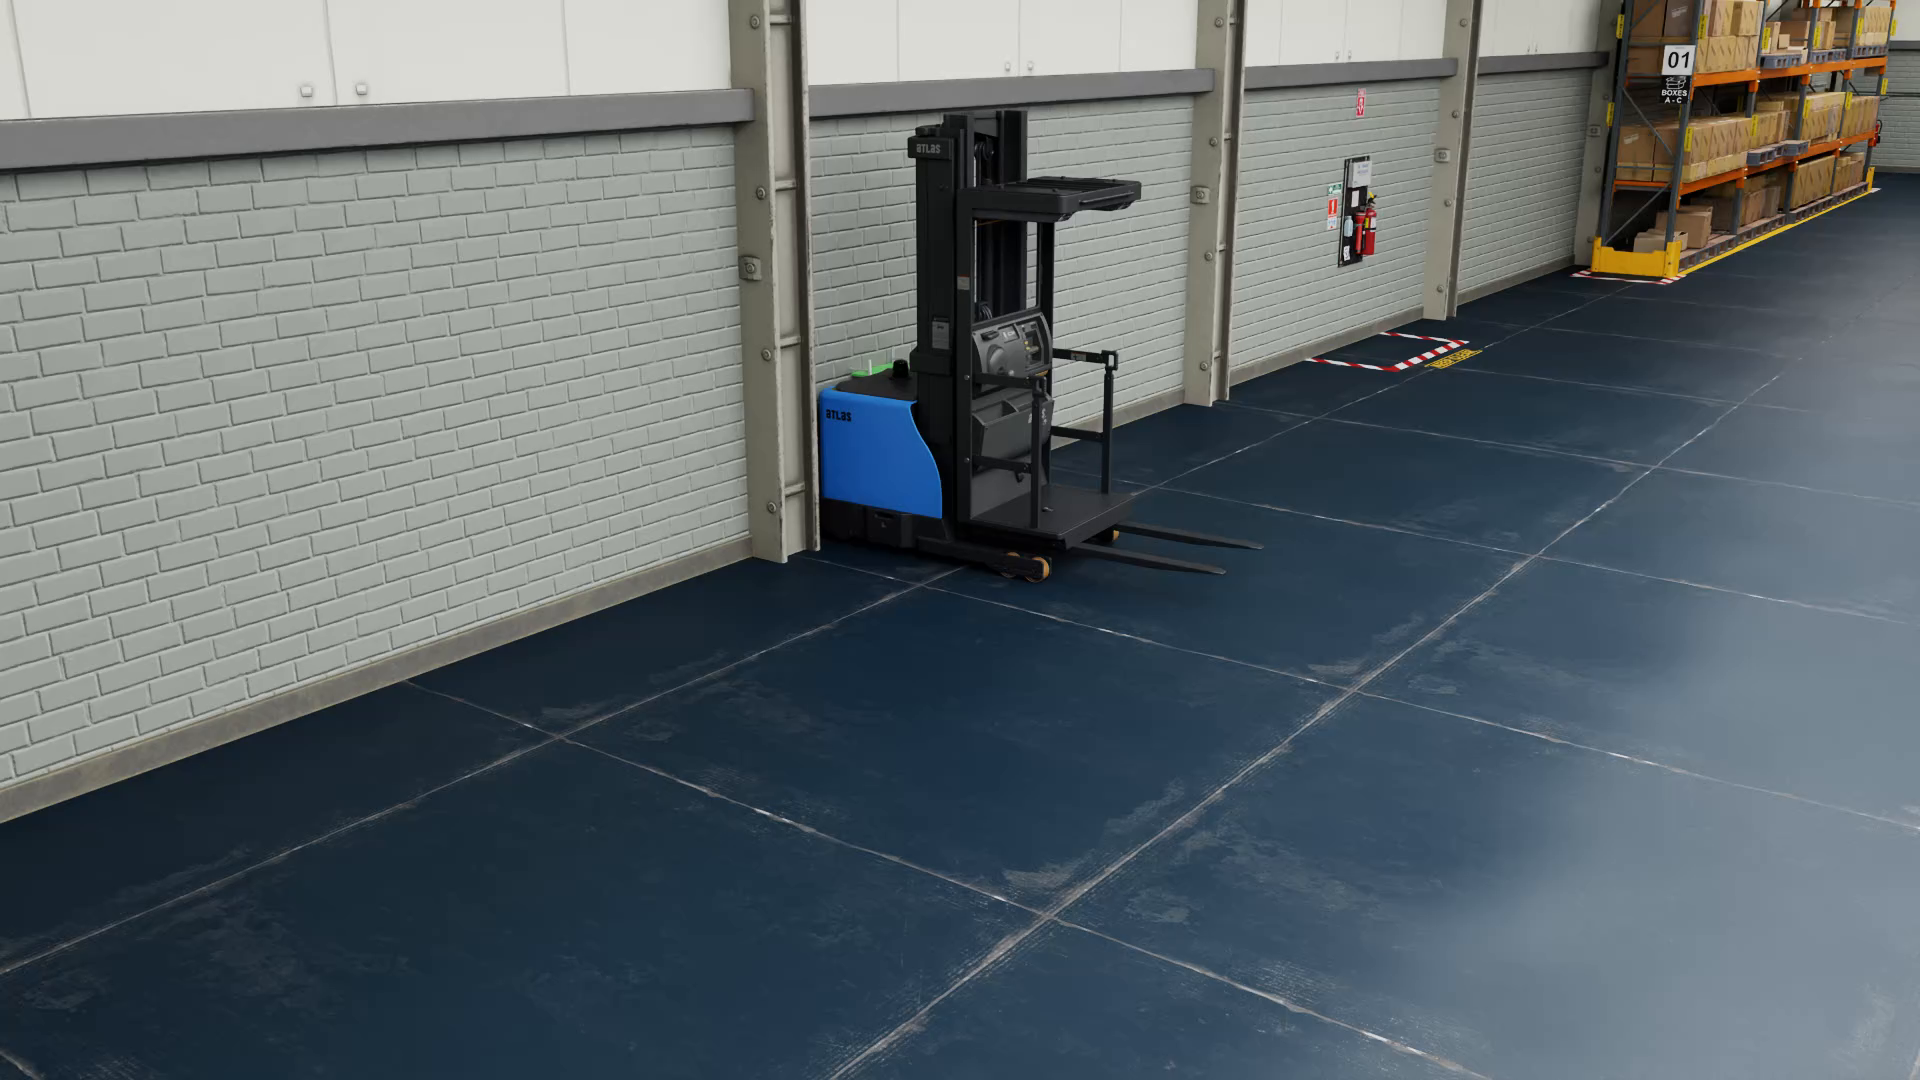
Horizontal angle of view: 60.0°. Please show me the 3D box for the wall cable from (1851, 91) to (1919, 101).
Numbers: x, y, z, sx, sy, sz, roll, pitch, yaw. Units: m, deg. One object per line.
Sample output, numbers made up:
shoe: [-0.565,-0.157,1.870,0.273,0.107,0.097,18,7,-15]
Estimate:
wall cable: [22.987,-11.793,39.780,3.097,2.526,0.112,12,21,35]

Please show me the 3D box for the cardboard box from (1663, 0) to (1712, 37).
cardboard box: [10.221,-7.332,23.350,0.500,0.500,0.500,11,20,31]

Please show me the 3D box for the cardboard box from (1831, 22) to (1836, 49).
cardboard box: [16.334,-9.674,31.870,0.700,0.500,0.500,11,20,32]

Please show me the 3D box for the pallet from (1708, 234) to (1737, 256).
pallet: [11.808,-4.770,26.749,1.003,0.211,1.213,12,21,35]

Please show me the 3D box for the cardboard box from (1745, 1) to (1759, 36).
cardboard box: [11.779,-7.935,25.293,0.500,0.500,0.500,14,22,38]

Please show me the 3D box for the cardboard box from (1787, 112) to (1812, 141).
cardboard box: [15.058,-7.491,30.104,0.500,0.500,0.500,13,22,36]

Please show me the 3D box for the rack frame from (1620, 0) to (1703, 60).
rack frame: [9.797,-8.181,22.914,1.000,3.000,0.127,12,21,35]

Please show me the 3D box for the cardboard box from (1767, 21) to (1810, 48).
cardboard box: [14.801,-9.035,29.812,0.700,0.500,0.500,11,20,30]

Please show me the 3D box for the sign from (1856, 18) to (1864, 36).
sign: [17.388,-9.910,32.137,0.100,0.325,0.005,12,21,35]

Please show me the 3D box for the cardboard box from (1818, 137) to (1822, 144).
cardboard box: [16.180,-7.638,31.671,0.380,0.149,0.250,12,21,33]

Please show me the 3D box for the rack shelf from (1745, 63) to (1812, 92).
rack shelf: [13.372,-7.834,28.067,1.077,0.370,4.000,12,21,35]

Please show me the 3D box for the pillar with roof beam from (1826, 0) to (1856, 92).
pillar with roof beam: [23.701,-12.027,35.298,9.100,9.000,0.400,12,21,35]

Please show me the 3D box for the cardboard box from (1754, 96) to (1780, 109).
cardboard box: [14.625,-7.932,30.261,0.500,0.250,0.500,13,22,36]

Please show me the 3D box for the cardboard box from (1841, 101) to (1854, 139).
cardboard box: [17.283,-8.443,33.369,0.980,0.700,0.700,13,21,36]

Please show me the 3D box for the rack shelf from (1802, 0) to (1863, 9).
rack shelf: [15.755,-10.028,30.749,1.077,0.370,4.000,12,21,35]

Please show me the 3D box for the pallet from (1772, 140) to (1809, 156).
pallet: [14.224,-6.941,29.360,1.213,0.211,1.003,12,21,35]

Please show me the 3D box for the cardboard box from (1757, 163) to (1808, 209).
cardboard box: [15.107,-6.547,30.685,0.750,0.750,0.750,12,21,34]

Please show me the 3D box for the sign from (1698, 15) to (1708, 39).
sign: [10.233,-7.070,22.920,0.100,0.325,0.005,12,21,35]

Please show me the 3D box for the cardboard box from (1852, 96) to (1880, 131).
cardboard box: [19.034,-9.146,35.633,0.980,0.700,0.700,14,22,37]

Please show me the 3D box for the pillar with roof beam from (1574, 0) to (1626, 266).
pillar with roof beam: [12.976,-7.740,21.493,9.100,9.000,0.400,12,21,35]

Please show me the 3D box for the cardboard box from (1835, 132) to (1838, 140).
cardboard box: [16.973,-7.933,32.621,0.380,0.149,0.250,13,21,35]

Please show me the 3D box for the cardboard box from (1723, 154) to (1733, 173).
cardboard box: [11.550,-5.800,25.583,0.500,0.250,0.500,12,21,34]

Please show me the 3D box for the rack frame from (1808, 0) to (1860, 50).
rack frame: [16.947,-11.039,32.117,1.000,3.000,0.127,12,21,35]

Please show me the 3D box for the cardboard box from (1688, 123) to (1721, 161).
cardboard box: [10.938,-5.910,24.672,0.500,0.500,0.500,12,21,33]

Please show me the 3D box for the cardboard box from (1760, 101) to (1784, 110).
cardboard box: [14.382,-7.701,29.481,0.380,0.149,0.250,9,20,28]

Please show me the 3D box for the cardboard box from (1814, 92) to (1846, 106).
cardboard box: [16.874,-8.575,32.330,0.500,0.250,0.500,13,22,36]

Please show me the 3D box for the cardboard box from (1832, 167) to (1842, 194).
cardboard box: [17.475,-7.341,33.831,0.700,0.500,0.500,13,21,35]

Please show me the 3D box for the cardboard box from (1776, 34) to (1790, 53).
cardboard box: [13.717,-8.420,28.534,0.797,0.503,0.637,16,24,42]

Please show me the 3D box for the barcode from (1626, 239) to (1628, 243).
barcode: [9.971,-4.470,24.856,0.001,0.075,0.075,12,21,35]

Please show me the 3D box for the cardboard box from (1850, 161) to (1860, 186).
cardboard box: [18.695,-7.830,35.406,0.700,0.500,0.500,12,21,35]

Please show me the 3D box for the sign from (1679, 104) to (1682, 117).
sign: [11.732,-6.919,27.012,0.100,0.325,0.005,12,21,35]

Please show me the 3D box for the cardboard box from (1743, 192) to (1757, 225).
cardboard box: [13.209,-5.709,28.544,0.700,0.500,0.500,13,21,35]

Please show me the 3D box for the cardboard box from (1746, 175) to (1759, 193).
cardboard box: [13.484,-6.167,28.753,0.500,0.250,0.500,12,21,34]

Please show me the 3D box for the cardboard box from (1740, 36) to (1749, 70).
cardboard box: [11.766,-7.476,25.500,0.500,0.500,0.500,10,20,30]

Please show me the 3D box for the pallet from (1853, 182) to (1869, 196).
pallet: [18.916,-7.590,35.831,1.003,0.211,1.213,12,21,35]

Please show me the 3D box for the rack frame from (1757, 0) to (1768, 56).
rack frame: [12.180,-9.133,25.981,1.000,3.000,0.127,12,21,35]

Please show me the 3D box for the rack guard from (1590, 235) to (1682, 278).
rack guard: [9.842,-4.140,24.232,1.175,0.500,0.348,12,21,35]

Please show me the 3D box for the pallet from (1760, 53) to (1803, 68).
pallet: [13.249,-7.987,27.664,1.213,0.211,1.003,12,21,35]

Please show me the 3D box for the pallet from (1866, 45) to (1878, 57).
pallet: [18.170,-10.046,34.128,1.003,0.211,1.213,12,21,35]

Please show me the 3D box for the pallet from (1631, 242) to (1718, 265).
pallet: [11.082,-4.479,25.810,1.003,0.211,1.213,12,21,35]

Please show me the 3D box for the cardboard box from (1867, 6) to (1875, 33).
cardboard box: [17.898,-10.385,33.181,0.500,0.500,0.500,12,21,34]

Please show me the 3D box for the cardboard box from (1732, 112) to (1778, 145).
cardboard box: [13.567,-7.065,28.525,0.700,0.500,0.500,12,21,35]

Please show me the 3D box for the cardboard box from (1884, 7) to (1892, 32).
cardboard box: [19.113,-10.871,34.747,0.500,0.500,0.500,12,21,35]

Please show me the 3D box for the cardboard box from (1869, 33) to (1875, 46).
cardboard box: [18.185,-10.143,33.668,0.500,0.250,0.500,12,21,33]

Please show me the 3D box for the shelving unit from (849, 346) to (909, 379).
shelving unit: [-0.562,-0.777,12.185,0.258,1.200,0.503,13,22,38]

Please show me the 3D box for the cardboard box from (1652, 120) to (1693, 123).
cardboard box: [10.819,-6.123,25.359,0.500,0.500,0.500,13,21,35]

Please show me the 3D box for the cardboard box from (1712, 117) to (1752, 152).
cardboard box: [12.147,-6.397,26.241,0.500,0.500,0.500,12,21,35]

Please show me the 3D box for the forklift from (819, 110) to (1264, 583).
forklift: [0.528,-1.301,10.991,3.031,2.935,1.130,11,20,31]

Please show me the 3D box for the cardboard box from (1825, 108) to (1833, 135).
cardboard box: [16.272,-7.977,31.670,0.500,0.500,0.500,12,21,35]

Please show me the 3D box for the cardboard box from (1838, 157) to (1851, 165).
cardboard box: [18.136,-7.824,34.294,0.380,0.149,0.250,12,21,33]

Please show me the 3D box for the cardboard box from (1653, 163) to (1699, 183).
cardboard box: [10.342,-5.314,24.016,0.500,0.250,0.500,12,21,33]

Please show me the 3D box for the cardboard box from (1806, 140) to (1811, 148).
cardboard box: [15.329,-7.255,30.438,0.380,0.149,0.250,13,22,36]

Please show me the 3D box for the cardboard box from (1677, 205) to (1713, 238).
cardboard box: [11.594,-5.030,26.358,0.500,0.500,0.500,11,20,31]

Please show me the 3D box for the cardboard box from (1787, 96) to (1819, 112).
cardboard box: [15.361,-7.969,30.380,0.500,0.250,0.500,12,21,34]

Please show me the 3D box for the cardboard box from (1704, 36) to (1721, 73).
cardboard box: [10.545,-6.963,23.846,0.500,0.500,0.500,14,22,38]

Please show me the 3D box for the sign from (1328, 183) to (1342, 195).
sign: [4.039,-3.780,17.906,0.001,0.109,0.331,12,21,35]
